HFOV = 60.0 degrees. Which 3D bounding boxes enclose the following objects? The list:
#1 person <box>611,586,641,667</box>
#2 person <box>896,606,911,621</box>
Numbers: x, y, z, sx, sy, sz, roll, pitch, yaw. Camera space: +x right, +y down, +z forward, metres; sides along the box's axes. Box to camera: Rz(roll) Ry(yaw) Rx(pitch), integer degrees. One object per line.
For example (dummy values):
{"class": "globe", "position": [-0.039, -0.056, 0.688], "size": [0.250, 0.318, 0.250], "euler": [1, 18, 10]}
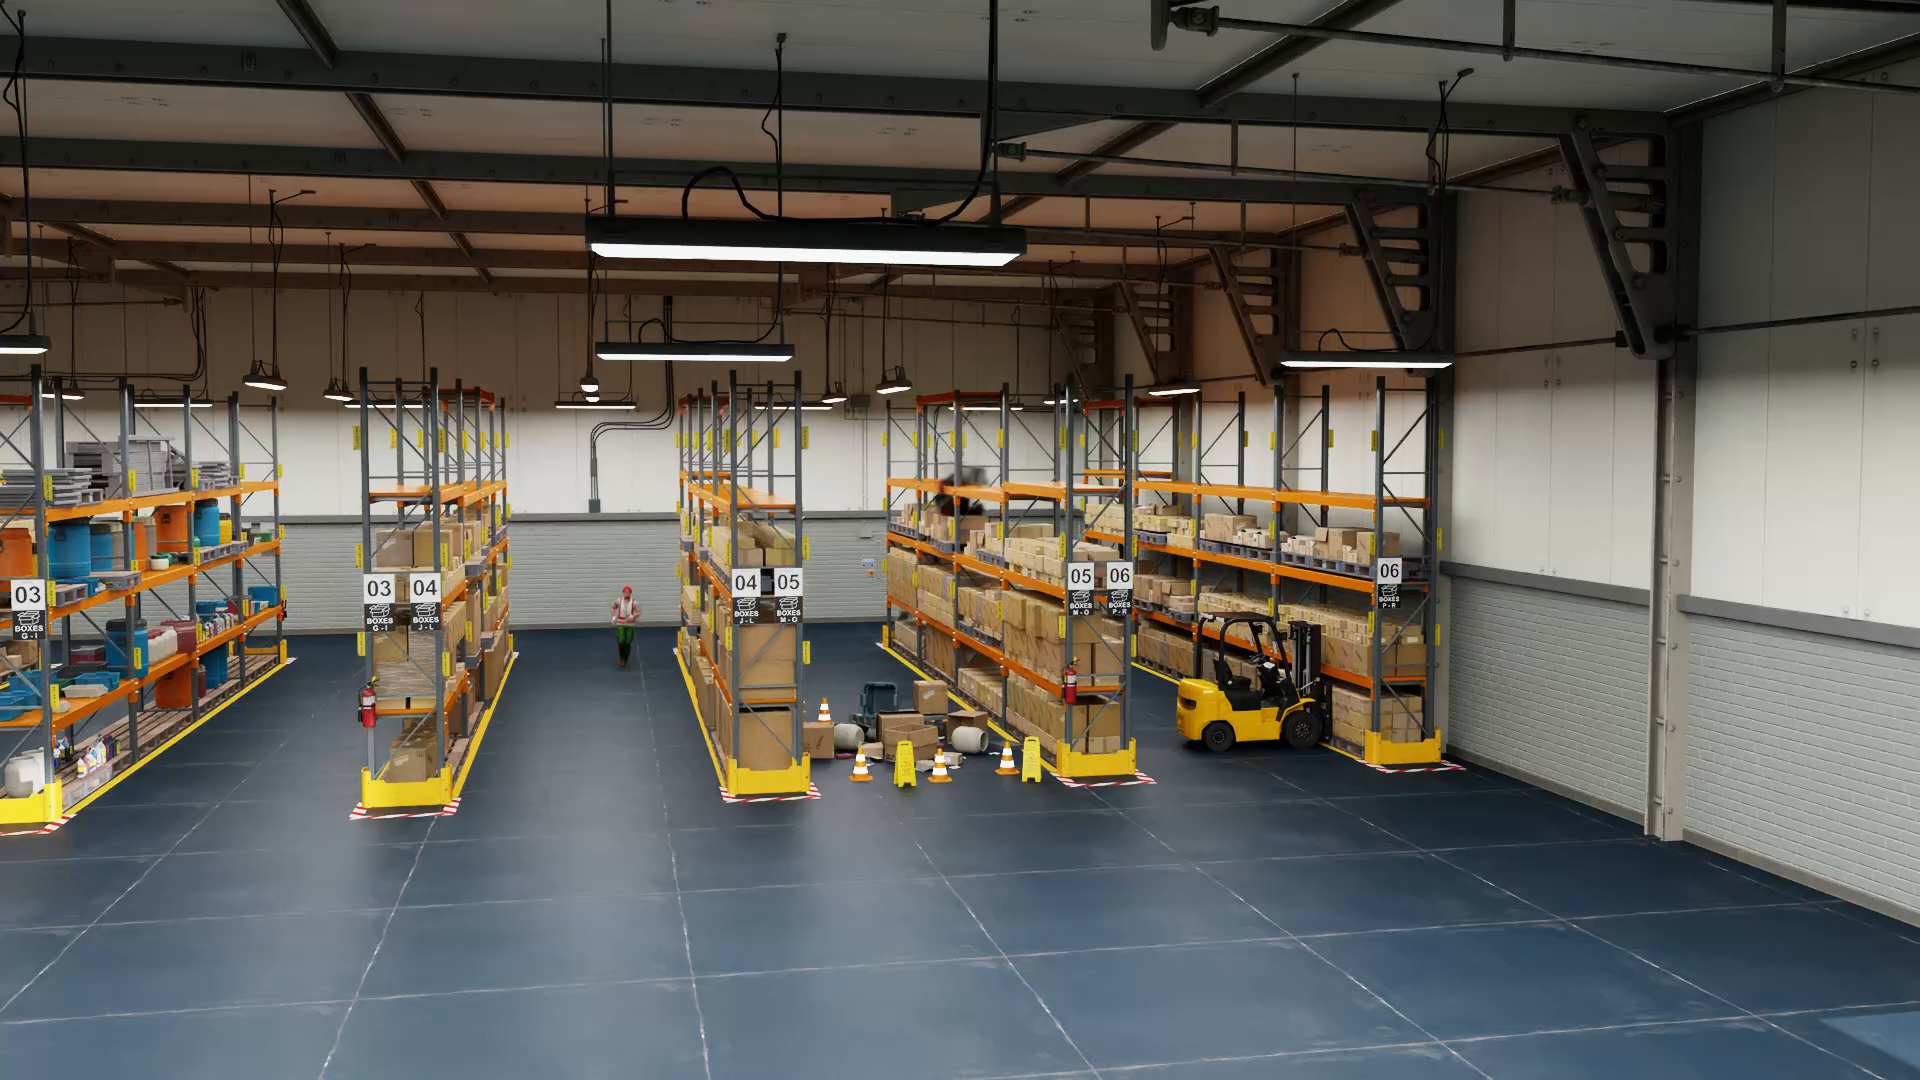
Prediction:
{"class": "person", "position": [-7.434, 1.926, 37.013], "size": [0.652, 1.802, 0.643], "euler": [-1, 3, -12]}
{"class": "person", "position": [-1.377, 1.686, 41.822], "size": [0.726, 1.644, 0.680], "euler": [1, 3, 14]}
